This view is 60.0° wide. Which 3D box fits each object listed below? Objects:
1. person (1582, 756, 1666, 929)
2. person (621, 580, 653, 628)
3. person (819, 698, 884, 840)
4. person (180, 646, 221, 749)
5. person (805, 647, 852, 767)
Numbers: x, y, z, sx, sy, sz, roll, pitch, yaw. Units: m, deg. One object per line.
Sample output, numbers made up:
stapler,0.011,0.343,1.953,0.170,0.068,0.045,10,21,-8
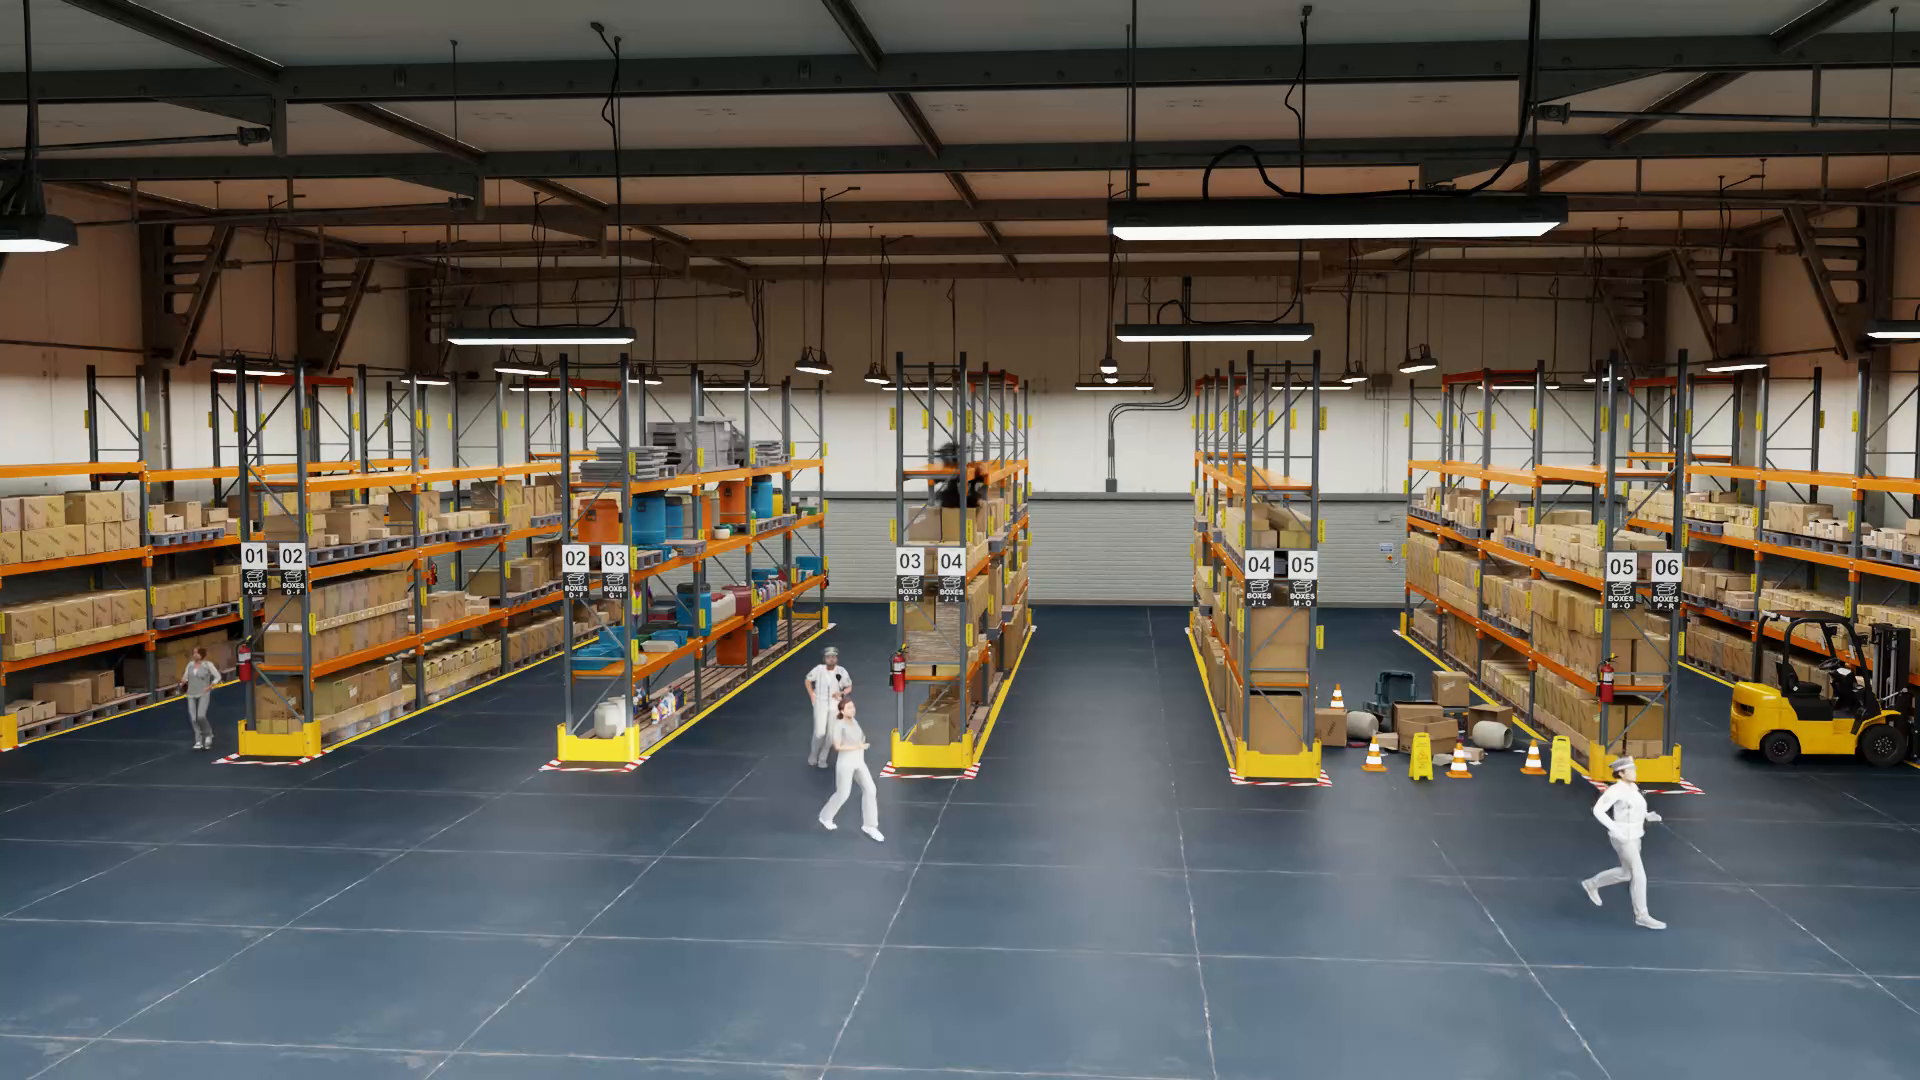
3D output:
person,6.632,2.973,16.596,0.622,1.670,0.877,-4,6,-45
person,-6.893,1.613,35.512,0.672,1.767,0.919,-1,4,-9
person,-1.315,2.748,20.101,0.910,1.686,0.571,3,5,39
person,-11.616,2.413,25.320,0.556,1.574,0.500,0,4,2
person,-1.891,2.426,24.131,0.672,1.764,0.567,-1,4,-10
